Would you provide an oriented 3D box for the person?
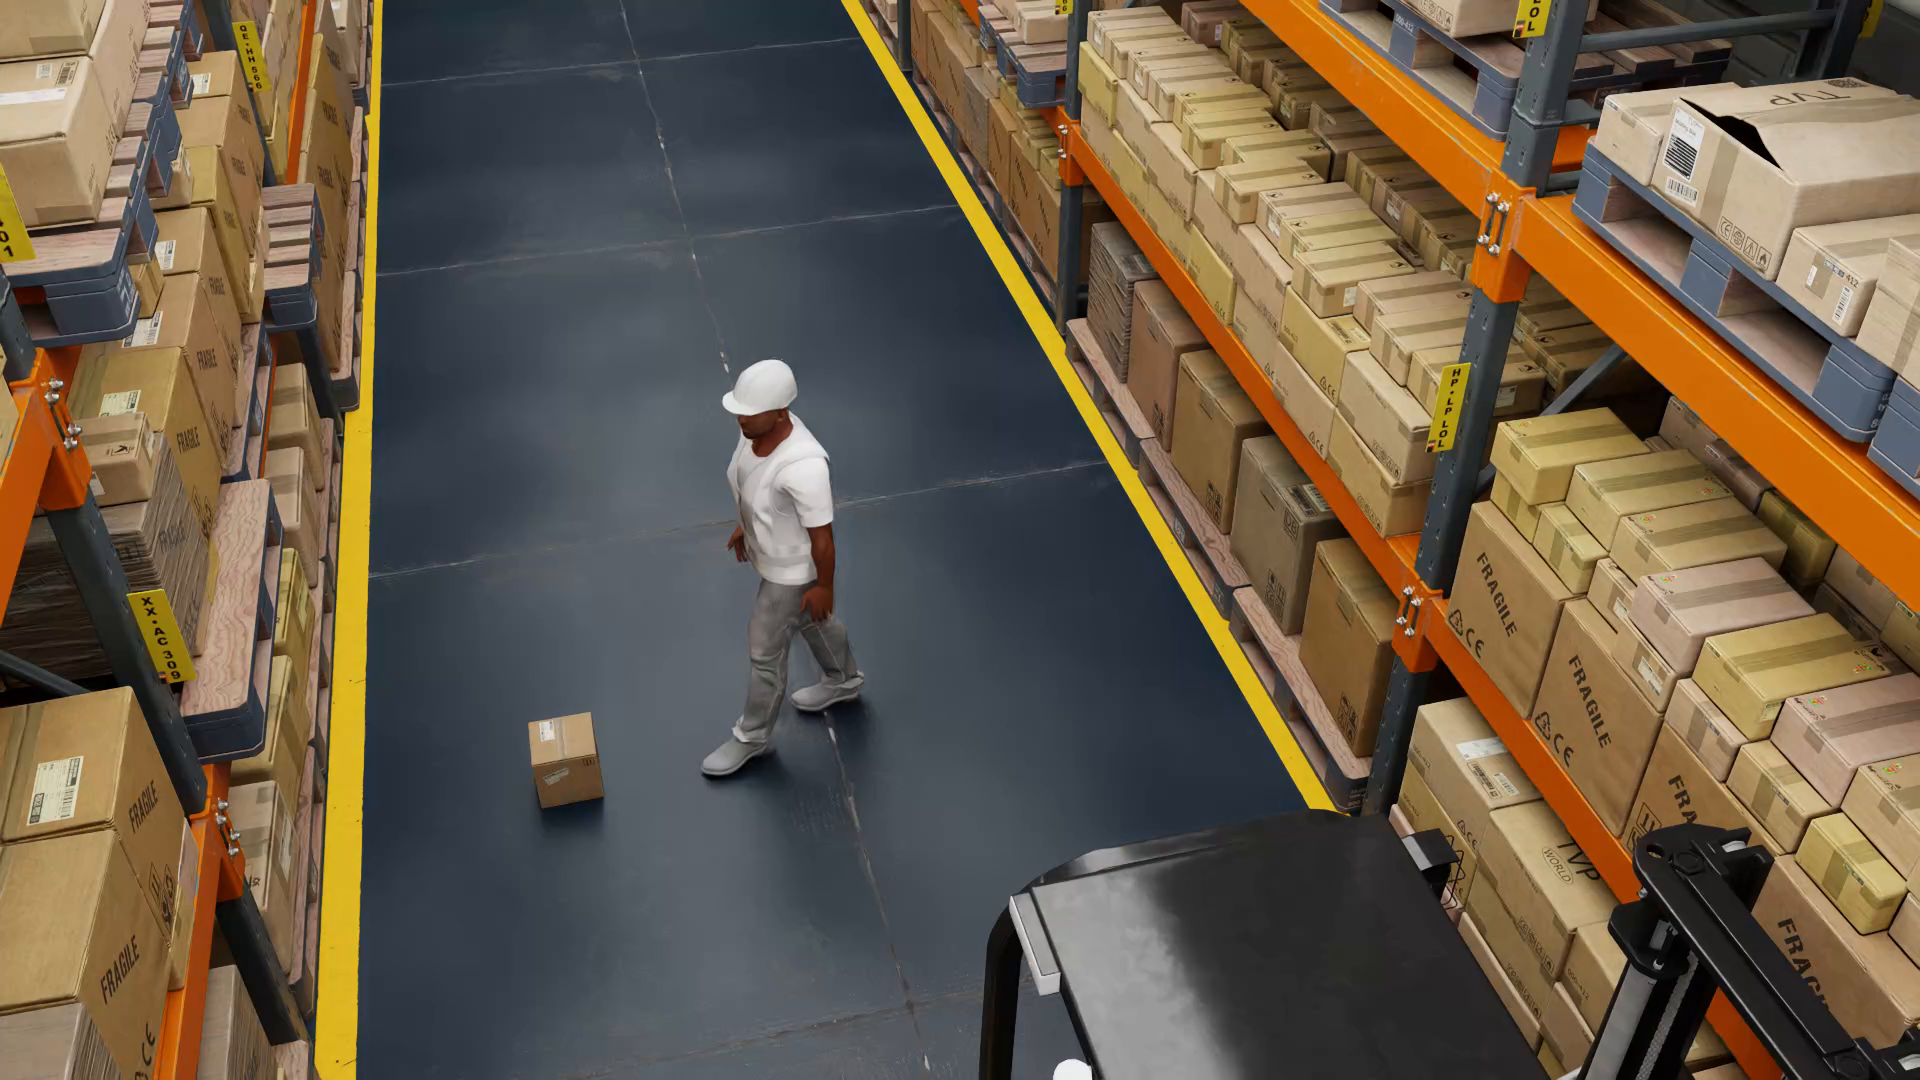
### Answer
[{"bbox_3d":[-0.769,0.071,6.516,0.783,1.746,0.589,-15,40,-18],"label":"person"}]
